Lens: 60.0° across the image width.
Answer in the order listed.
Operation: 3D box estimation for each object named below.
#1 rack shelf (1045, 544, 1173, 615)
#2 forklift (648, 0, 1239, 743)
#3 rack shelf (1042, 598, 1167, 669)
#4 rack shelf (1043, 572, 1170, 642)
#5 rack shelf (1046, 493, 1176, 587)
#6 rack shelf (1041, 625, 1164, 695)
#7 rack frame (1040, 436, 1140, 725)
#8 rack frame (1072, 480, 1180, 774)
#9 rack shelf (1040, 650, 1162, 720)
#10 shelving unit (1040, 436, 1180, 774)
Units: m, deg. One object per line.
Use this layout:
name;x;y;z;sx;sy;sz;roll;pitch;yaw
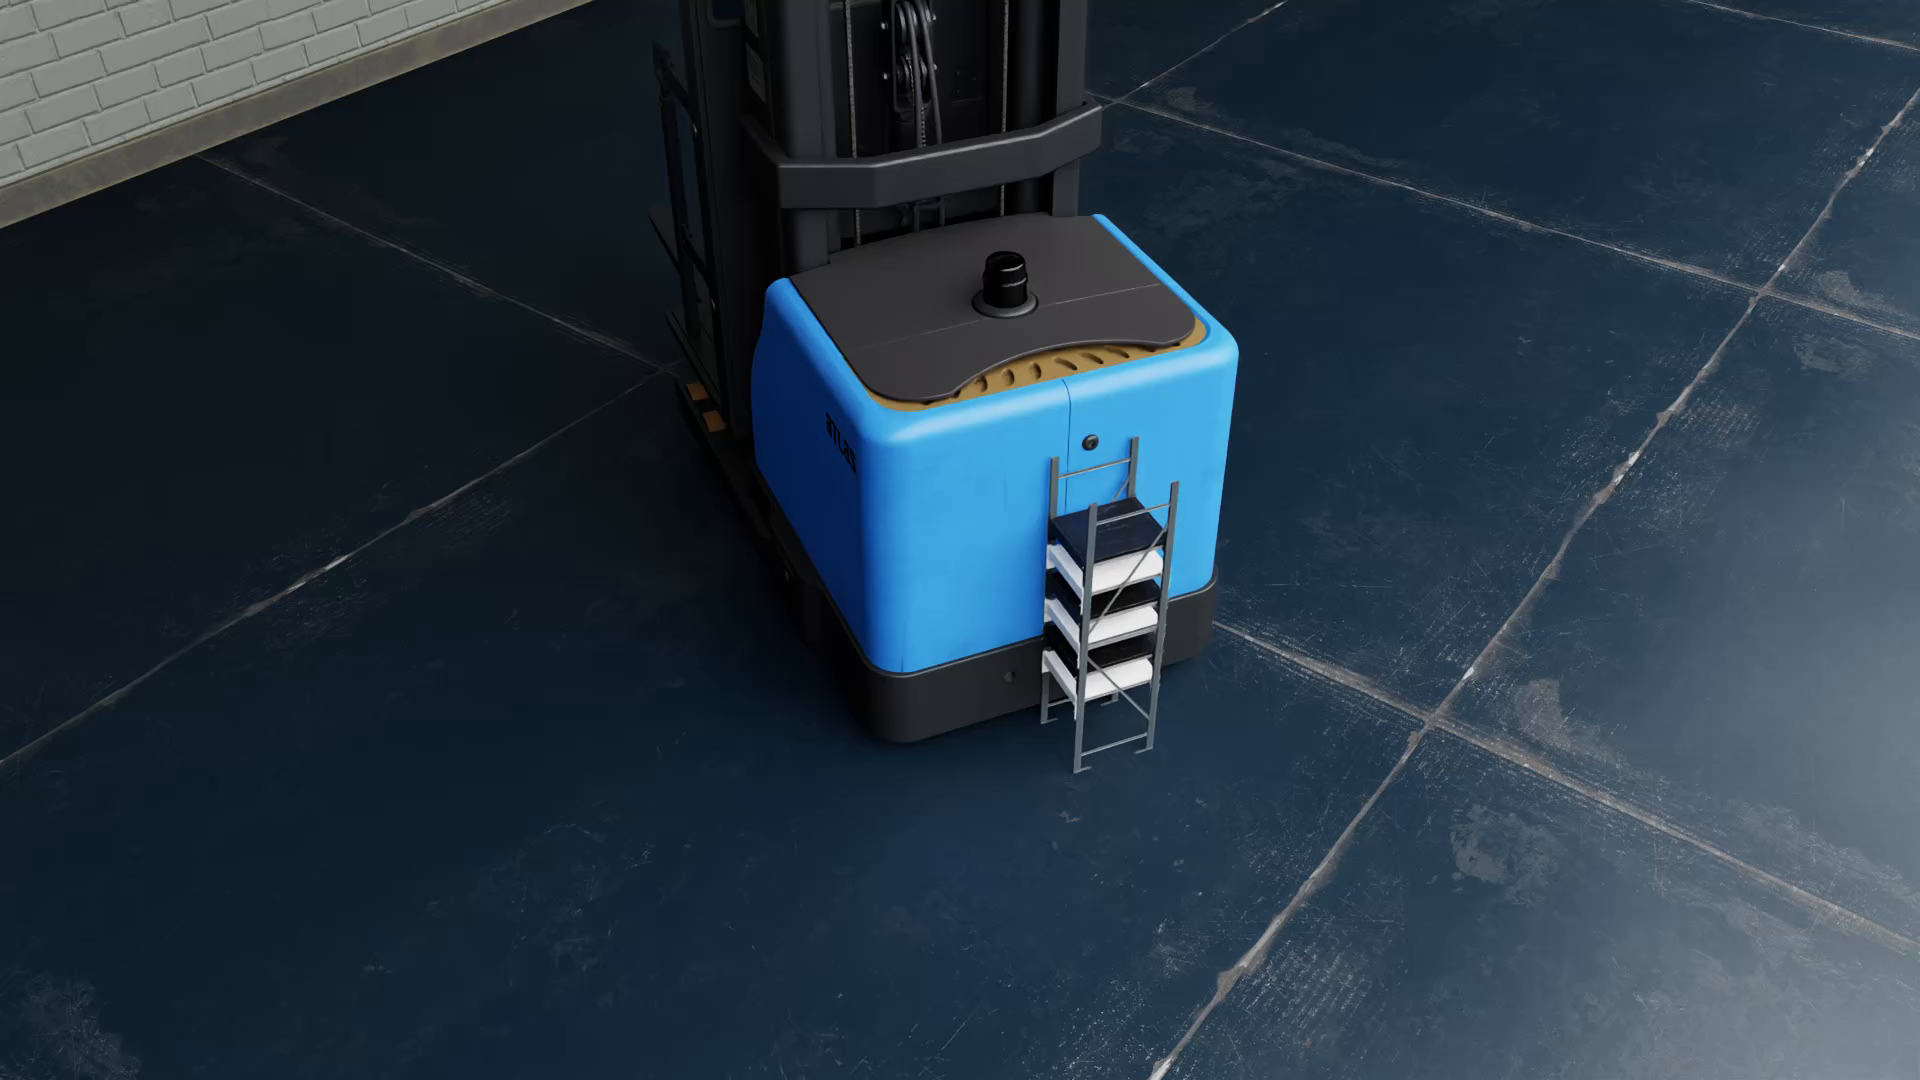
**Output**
rack shelf;0.373;0.069;4.193;0.258;0.077;0.200;-15;41;-18
forklift;-0.326;-1.520;4.814;1.130;2.935;3.031;-15;40;-18
rack shelf;0.373;0.211;4.305;0.258;0.077;0.200;-15;41;-18
rack shelf;0.373;0.140;4.249;0.258;0.077;0.200;-15;41;-18
rack shelf;0.373;-0.002;4.138;0.258;0.077;0.200;-15;41;-18
rack shelf;0.372;0.281;4.360;0.258;0.077;0.200;-15;41;-18
rack frame;0.333;0.127;4.357;0.240;0.900;0.006;-15;41;-18
rack frame;0.413;0.242;4.210;0.240;0.900;0.006;-15;41;-18
rack shelf;0.372;0.352;4.416;0.258;0.077;0.200;-15;41;-18
shelving unit;0.373;0.184;4.284;0.258;0.900;0.210;-15;41;-18
